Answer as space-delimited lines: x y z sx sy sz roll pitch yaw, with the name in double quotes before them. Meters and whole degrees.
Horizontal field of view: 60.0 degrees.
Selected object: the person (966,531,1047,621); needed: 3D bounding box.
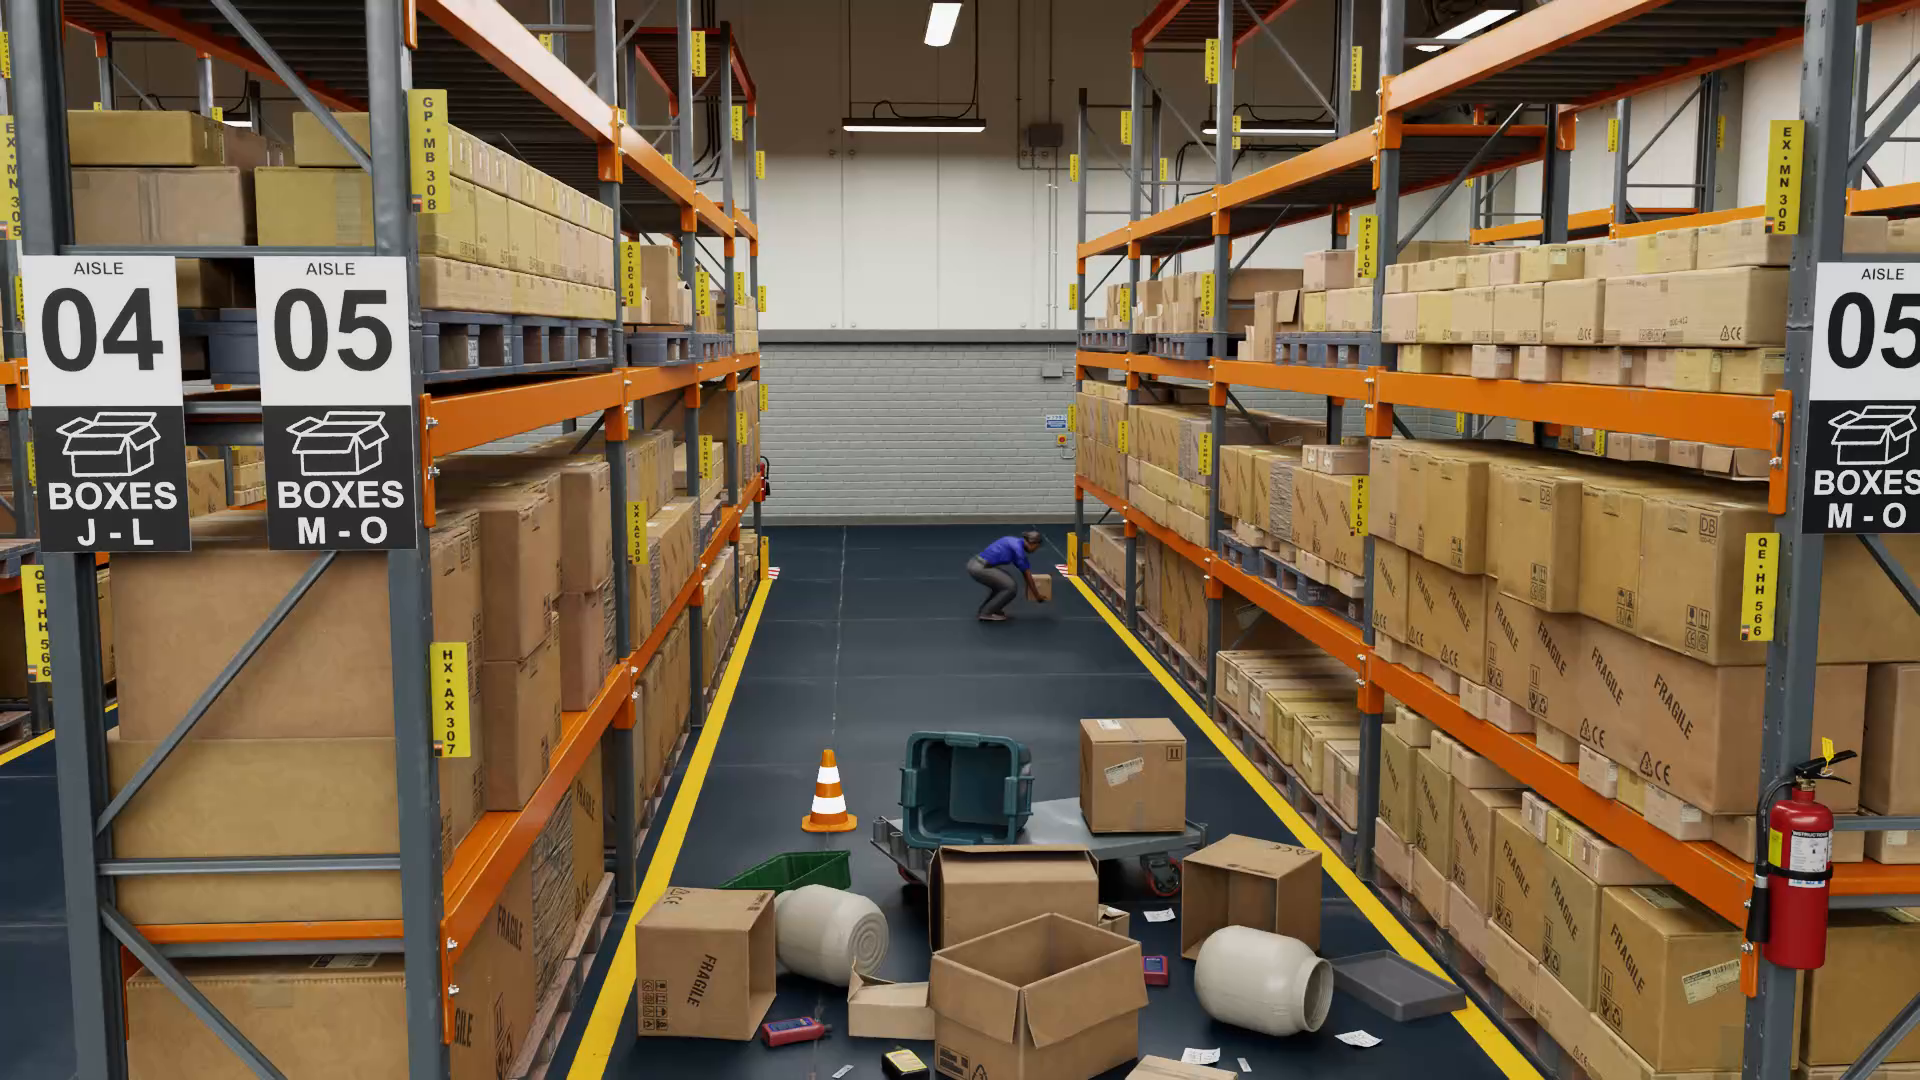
"person" 0.498 0.377 17.704 0.863 0.936 0.465 -1 7 -5
